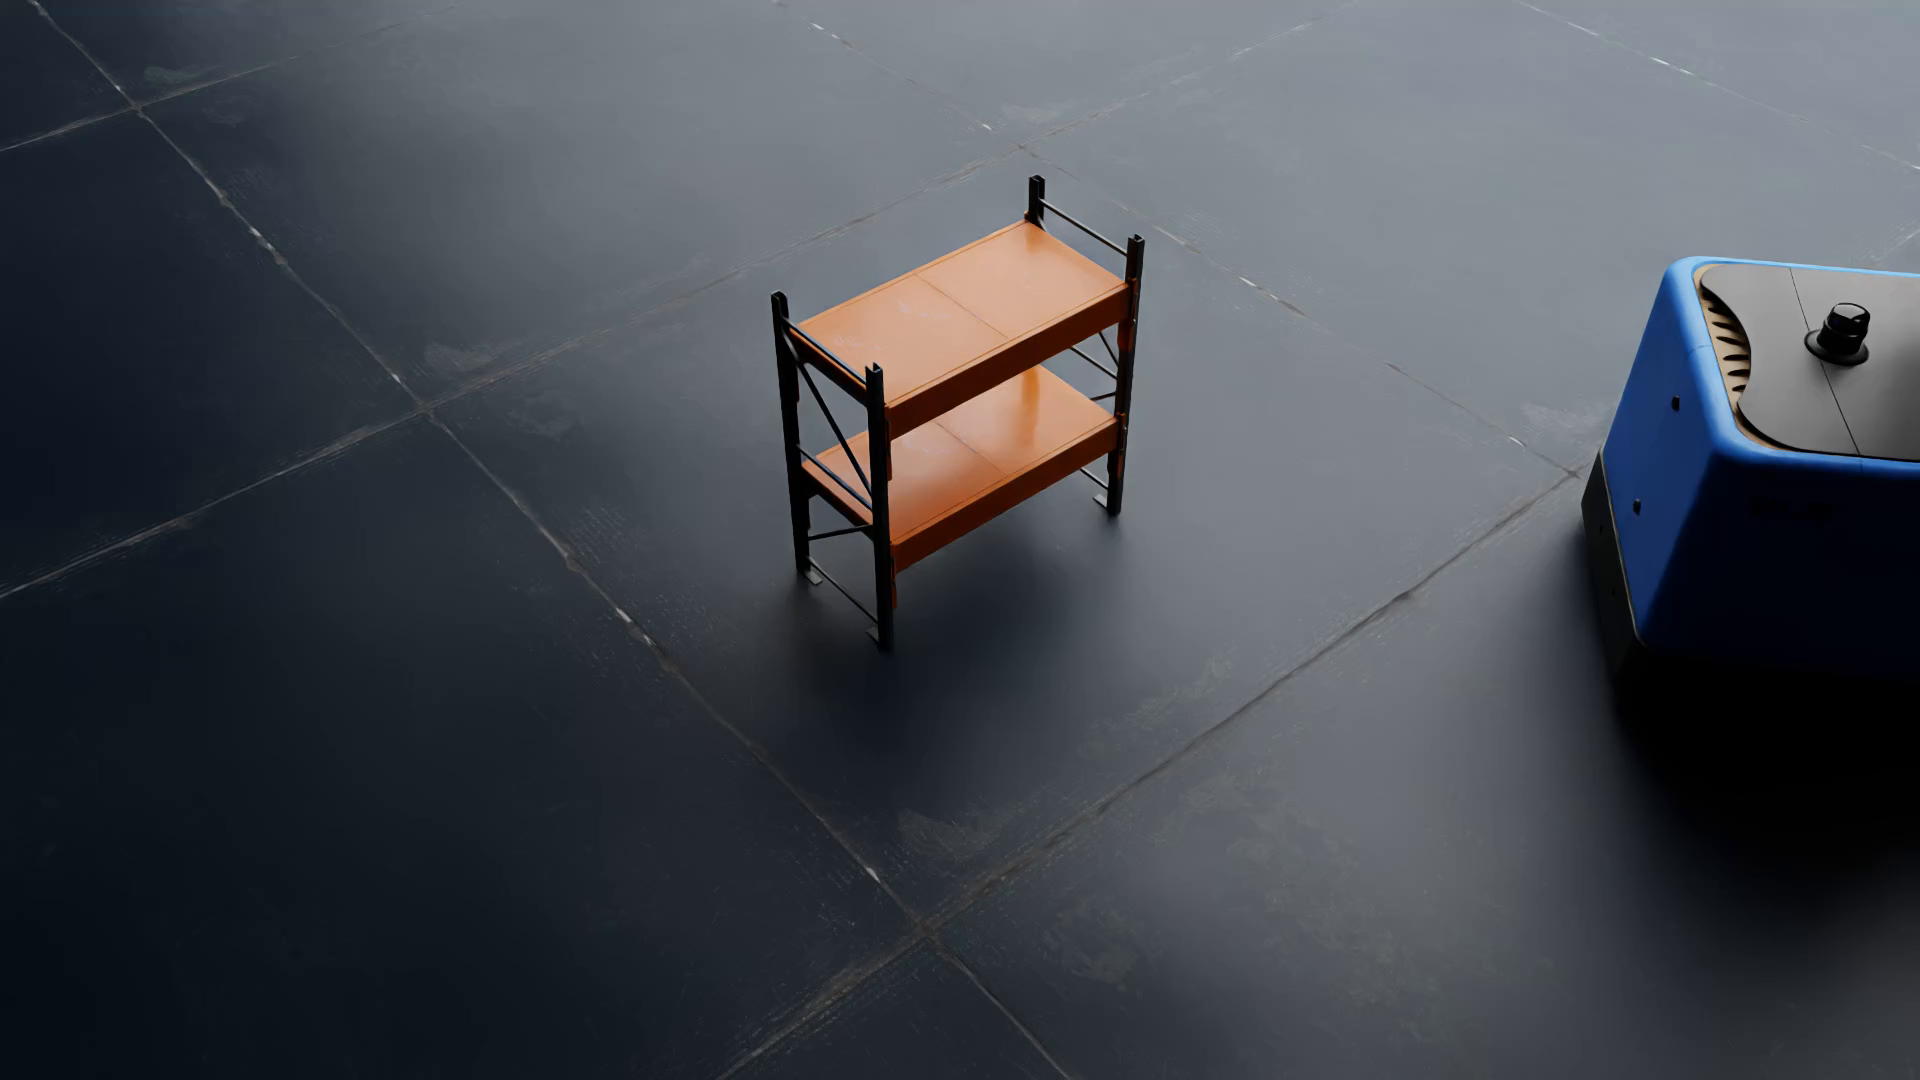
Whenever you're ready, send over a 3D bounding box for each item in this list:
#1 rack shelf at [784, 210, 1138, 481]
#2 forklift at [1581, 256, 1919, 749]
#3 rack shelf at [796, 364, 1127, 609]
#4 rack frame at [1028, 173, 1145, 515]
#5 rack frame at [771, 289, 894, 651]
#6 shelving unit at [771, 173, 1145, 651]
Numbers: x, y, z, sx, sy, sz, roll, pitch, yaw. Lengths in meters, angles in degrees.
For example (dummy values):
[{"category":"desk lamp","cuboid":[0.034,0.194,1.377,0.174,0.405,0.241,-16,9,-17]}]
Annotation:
[{"category":"rack shelf","cuboid":[0.005,-0.626,5.168,1.000,0.278,0.538,-30,51,-28]},{"category":"forklift","cuboid":[3.589,-0.693,4.347,3.031,2.935,1.130,6,44,6]},{"category":"rack shelf","cuboid":[0.005,-0.235,5.535,1.000,0.278,0.538,-30,51,-28]},{"category":"rack frame","cuboid":[0.395,-0.636,5.606,0.032,1.125,0.500,-30,51,-28]},{"category":"rack frame","cuboid":[-0.385,-0.190,5.130,0.032,1.125,0.500,-30,51,-28]},{"category":"shelving unit","cuboid":[0.005,-0.413,5.368,1.048,1.125,0.538,-30,51,-28]}]
